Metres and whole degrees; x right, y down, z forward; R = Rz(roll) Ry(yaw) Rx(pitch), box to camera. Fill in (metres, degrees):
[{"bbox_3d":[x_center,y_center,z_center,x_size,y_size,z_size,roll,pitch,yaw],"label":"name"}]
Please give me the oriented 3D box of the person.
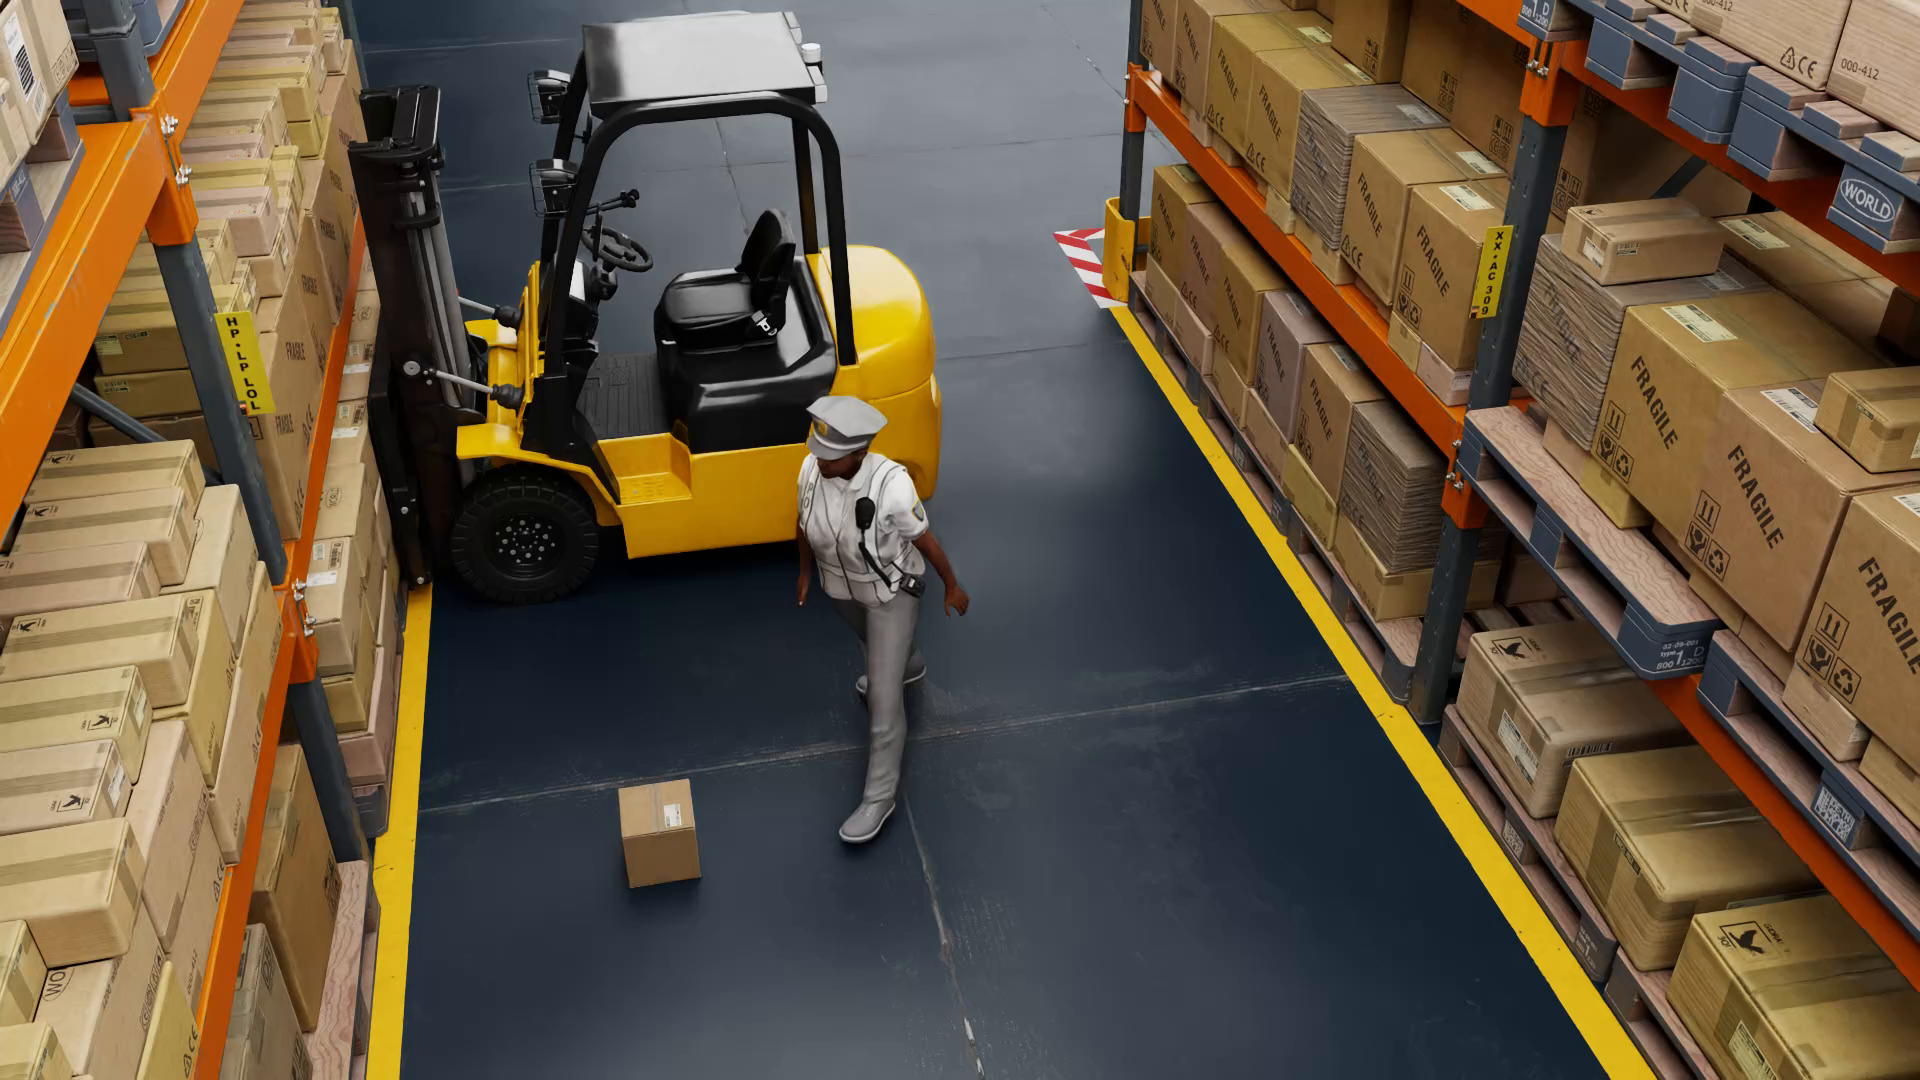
[{"bbox_3d":[-0.324,0.161,5.913,0.605,1.593,0.982,18,38,24],"label":"person"}]
